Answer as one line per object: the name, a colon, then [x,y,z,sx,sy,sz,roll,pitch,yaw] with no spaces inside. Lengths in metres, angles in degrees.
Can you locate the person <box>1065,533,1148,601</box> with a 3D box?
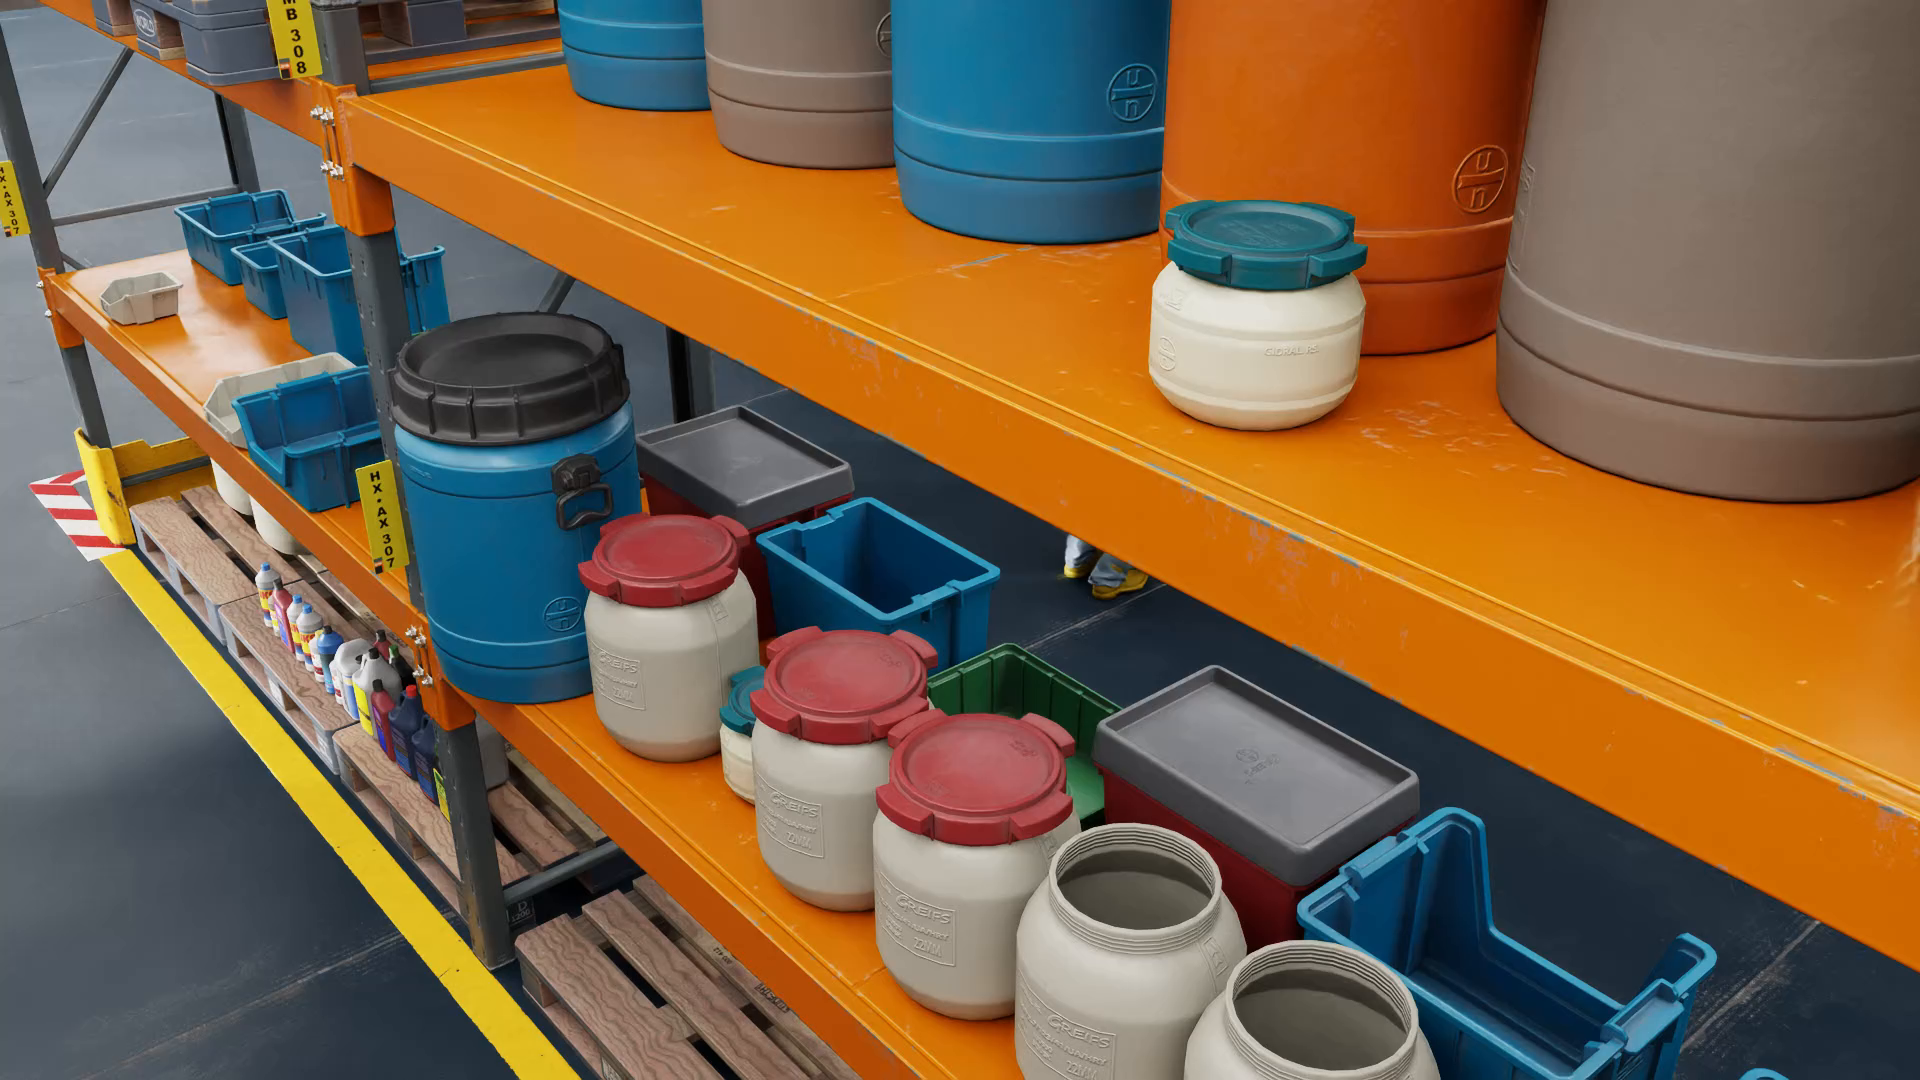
person: [0.761,-0.370,7.495,0.963,1.105,0.515,-24,36,-37]
